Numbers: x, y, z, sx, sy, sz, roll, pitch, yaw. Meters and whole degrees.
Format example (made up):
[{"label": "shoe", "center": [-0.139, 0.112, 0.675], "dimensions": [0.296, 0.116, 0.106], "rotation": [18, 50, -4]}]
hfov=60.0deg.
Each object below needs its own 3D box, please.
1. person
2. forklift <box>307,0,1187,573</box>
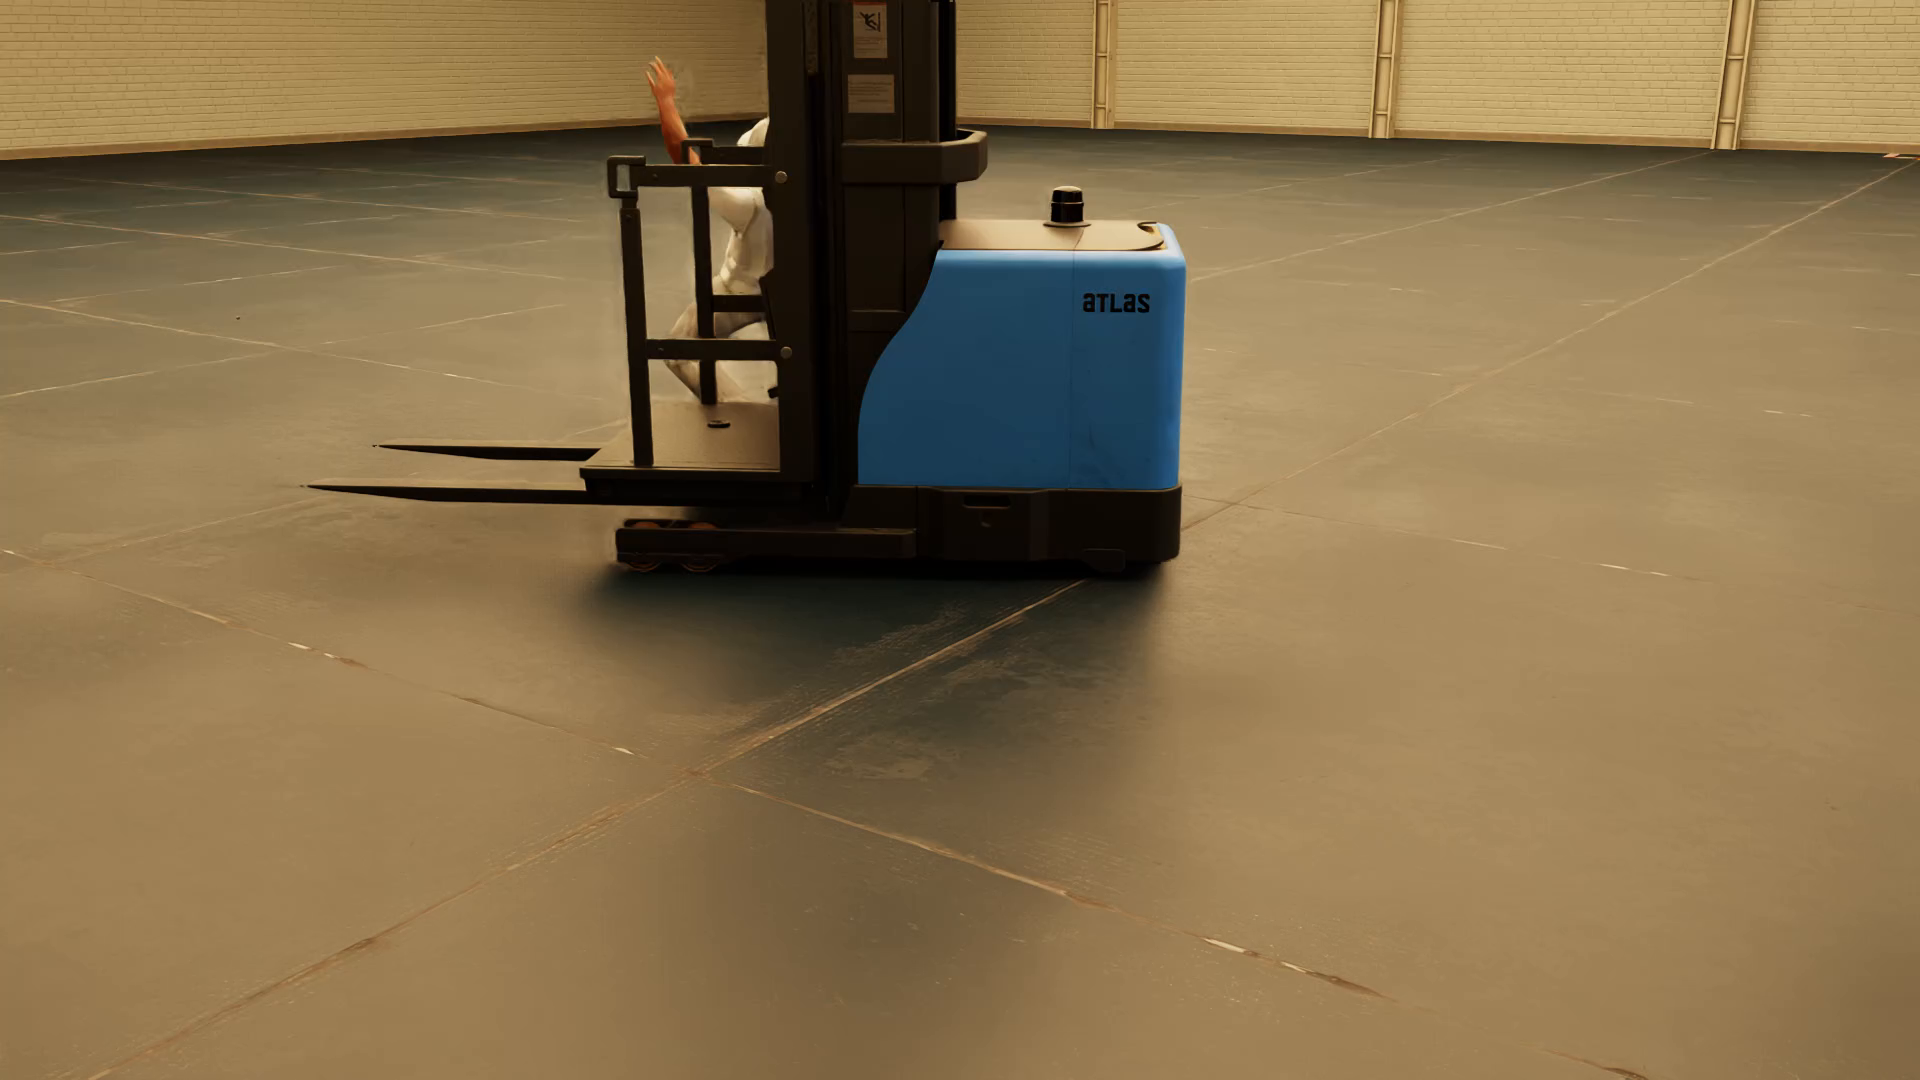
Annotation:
[{"label": "person", "center": [-0.734, -1.148, 6.887], "dimensions": [1.028, 1.643, 0.753], "rotation": [-12, 20, -34]}, {"label": "forklift", "center": [-0.748, -1.443, 5.659], "dimensions": [3.031, 2.935, 1.130], "rotation": [1, 17, 4]}]
